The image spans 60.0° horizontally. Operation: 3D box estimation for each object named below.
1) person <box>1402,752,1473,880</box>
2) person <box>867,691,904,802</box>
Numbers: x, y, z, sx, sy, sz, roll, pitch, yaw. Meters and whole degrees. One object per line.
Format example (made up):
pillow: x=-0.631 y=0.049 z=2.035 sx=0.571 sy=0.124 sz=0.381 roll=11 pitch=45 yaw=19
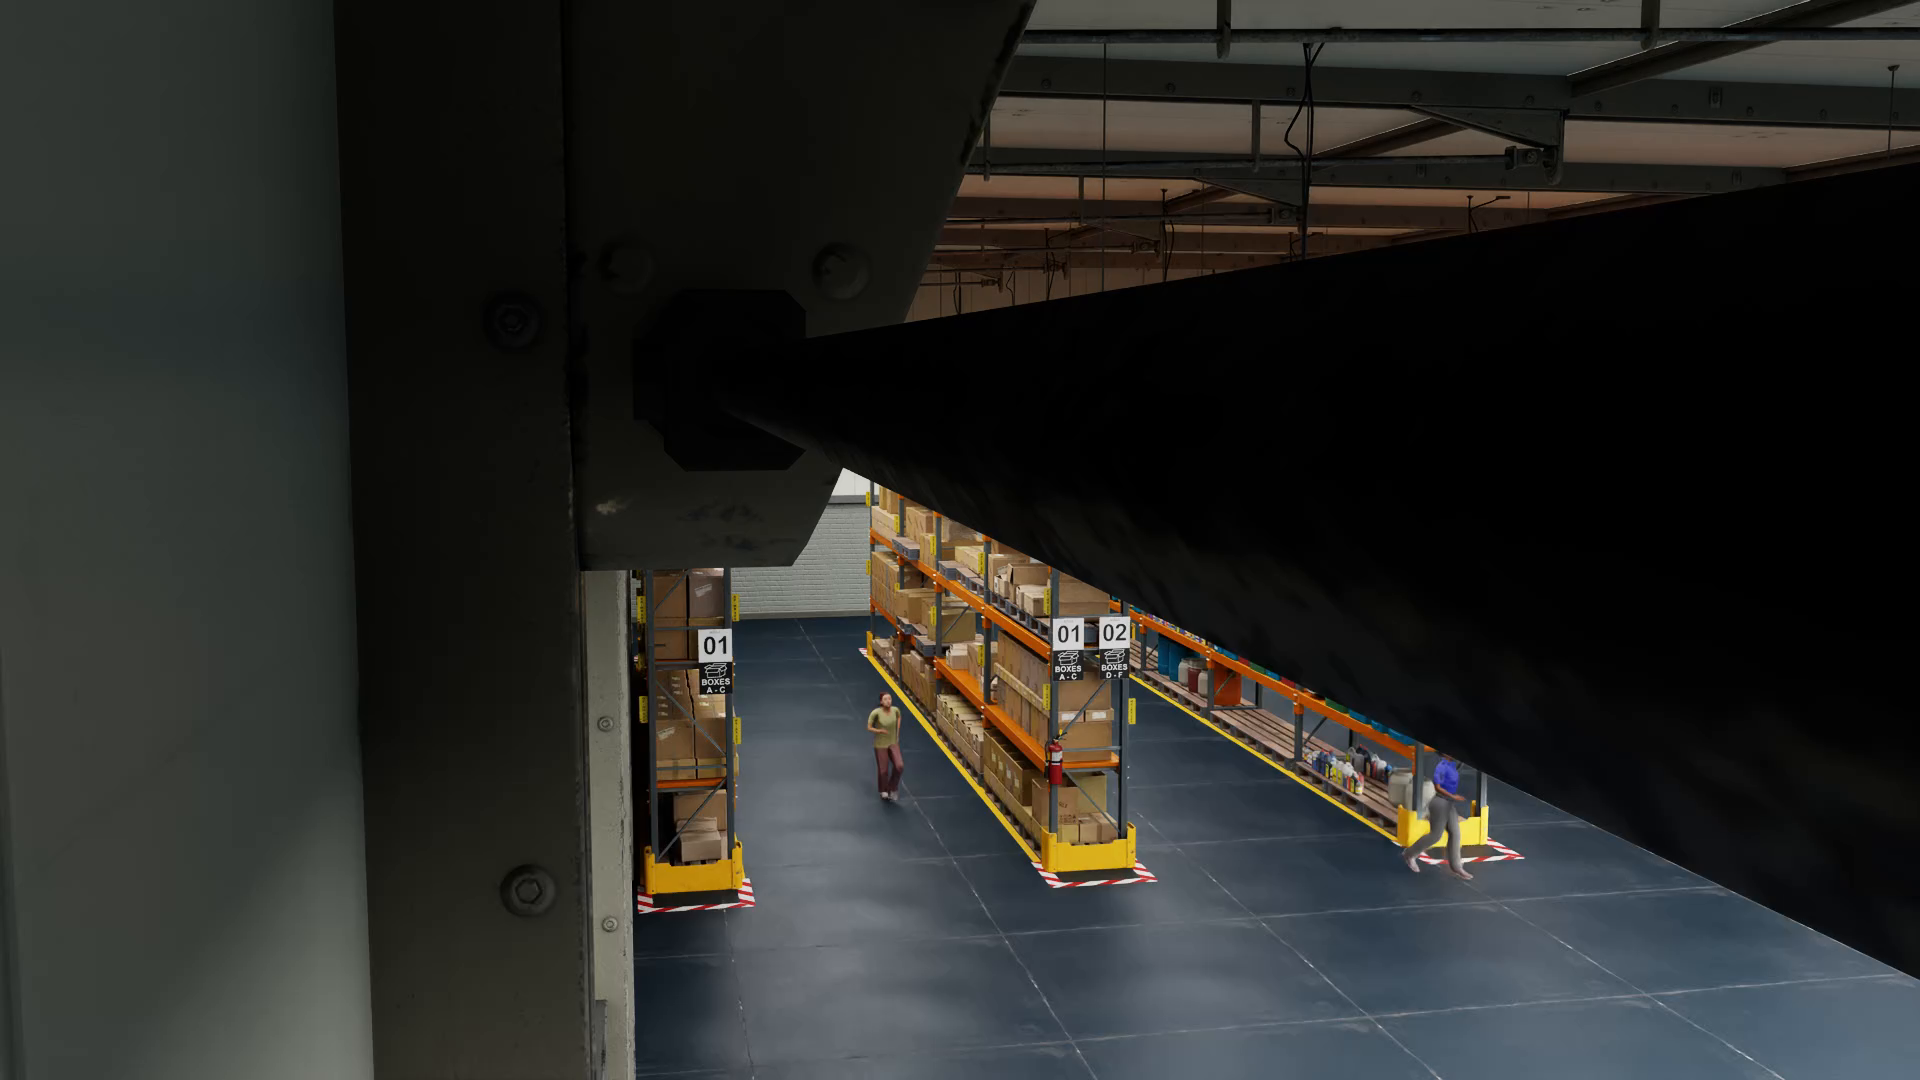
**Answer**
person: x=6.024 y=3.345 z=20.767 sx=0.852 sy=1.646 sz=0.627 roll=4 pitch=7 yaw=32
person: x=-1.080 y=2.981 z=24.122 sx=0.569 sy=1.620 sz=0.686 roll=-2 pitch=6 yaw=-18
